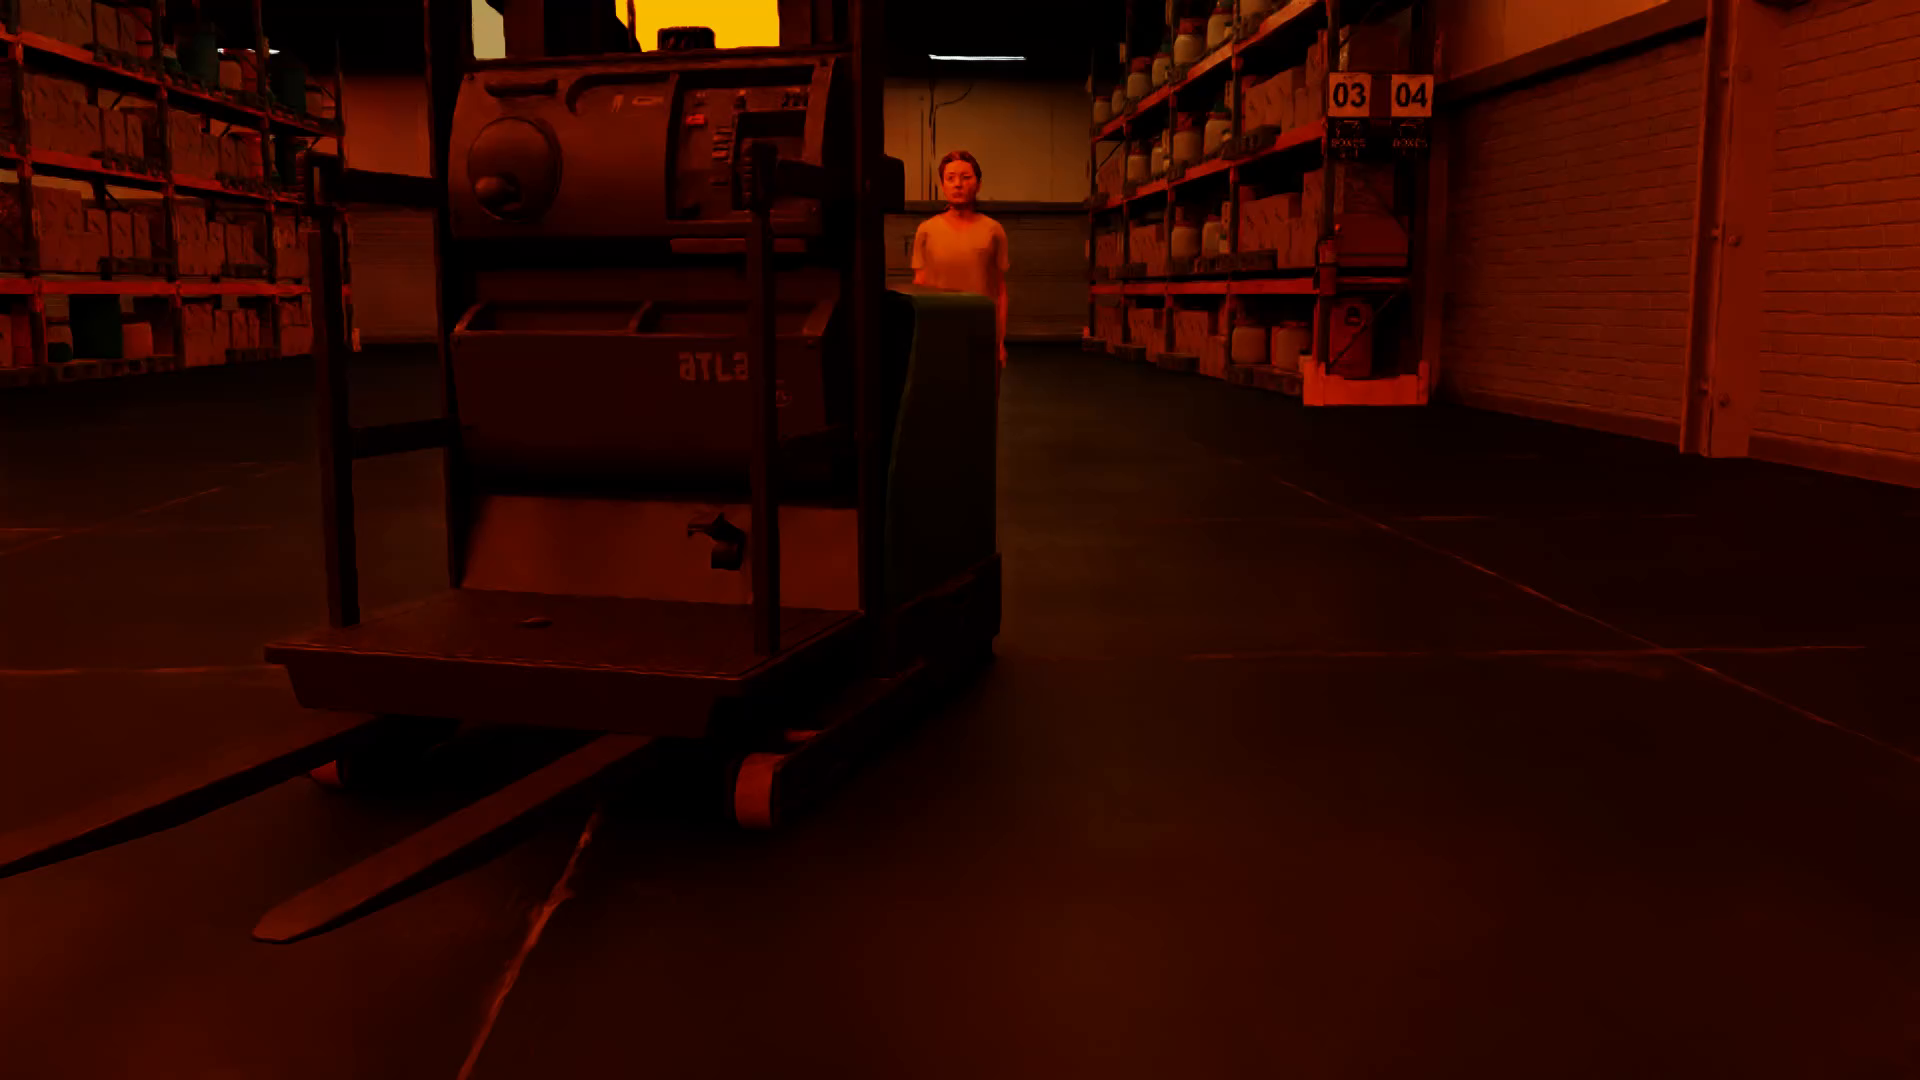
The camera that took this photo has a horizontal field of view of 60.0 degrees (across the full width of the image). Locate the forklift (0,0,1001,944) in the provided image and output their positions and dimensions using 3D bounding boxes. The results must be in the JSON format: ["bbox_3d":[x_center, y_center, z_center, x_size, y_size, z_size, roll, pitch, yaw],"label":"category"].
[{"bbox_3d":[-0.786,-0.924,3.555,1.130,2.935,3.031,2,9,16],"label":"forklift"}]

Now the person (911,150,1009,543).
[{"bbox_3d":[0.003,-0.826,7.179,0.429,1.673,0.365,-1,8,-4],"label":"person"}]
